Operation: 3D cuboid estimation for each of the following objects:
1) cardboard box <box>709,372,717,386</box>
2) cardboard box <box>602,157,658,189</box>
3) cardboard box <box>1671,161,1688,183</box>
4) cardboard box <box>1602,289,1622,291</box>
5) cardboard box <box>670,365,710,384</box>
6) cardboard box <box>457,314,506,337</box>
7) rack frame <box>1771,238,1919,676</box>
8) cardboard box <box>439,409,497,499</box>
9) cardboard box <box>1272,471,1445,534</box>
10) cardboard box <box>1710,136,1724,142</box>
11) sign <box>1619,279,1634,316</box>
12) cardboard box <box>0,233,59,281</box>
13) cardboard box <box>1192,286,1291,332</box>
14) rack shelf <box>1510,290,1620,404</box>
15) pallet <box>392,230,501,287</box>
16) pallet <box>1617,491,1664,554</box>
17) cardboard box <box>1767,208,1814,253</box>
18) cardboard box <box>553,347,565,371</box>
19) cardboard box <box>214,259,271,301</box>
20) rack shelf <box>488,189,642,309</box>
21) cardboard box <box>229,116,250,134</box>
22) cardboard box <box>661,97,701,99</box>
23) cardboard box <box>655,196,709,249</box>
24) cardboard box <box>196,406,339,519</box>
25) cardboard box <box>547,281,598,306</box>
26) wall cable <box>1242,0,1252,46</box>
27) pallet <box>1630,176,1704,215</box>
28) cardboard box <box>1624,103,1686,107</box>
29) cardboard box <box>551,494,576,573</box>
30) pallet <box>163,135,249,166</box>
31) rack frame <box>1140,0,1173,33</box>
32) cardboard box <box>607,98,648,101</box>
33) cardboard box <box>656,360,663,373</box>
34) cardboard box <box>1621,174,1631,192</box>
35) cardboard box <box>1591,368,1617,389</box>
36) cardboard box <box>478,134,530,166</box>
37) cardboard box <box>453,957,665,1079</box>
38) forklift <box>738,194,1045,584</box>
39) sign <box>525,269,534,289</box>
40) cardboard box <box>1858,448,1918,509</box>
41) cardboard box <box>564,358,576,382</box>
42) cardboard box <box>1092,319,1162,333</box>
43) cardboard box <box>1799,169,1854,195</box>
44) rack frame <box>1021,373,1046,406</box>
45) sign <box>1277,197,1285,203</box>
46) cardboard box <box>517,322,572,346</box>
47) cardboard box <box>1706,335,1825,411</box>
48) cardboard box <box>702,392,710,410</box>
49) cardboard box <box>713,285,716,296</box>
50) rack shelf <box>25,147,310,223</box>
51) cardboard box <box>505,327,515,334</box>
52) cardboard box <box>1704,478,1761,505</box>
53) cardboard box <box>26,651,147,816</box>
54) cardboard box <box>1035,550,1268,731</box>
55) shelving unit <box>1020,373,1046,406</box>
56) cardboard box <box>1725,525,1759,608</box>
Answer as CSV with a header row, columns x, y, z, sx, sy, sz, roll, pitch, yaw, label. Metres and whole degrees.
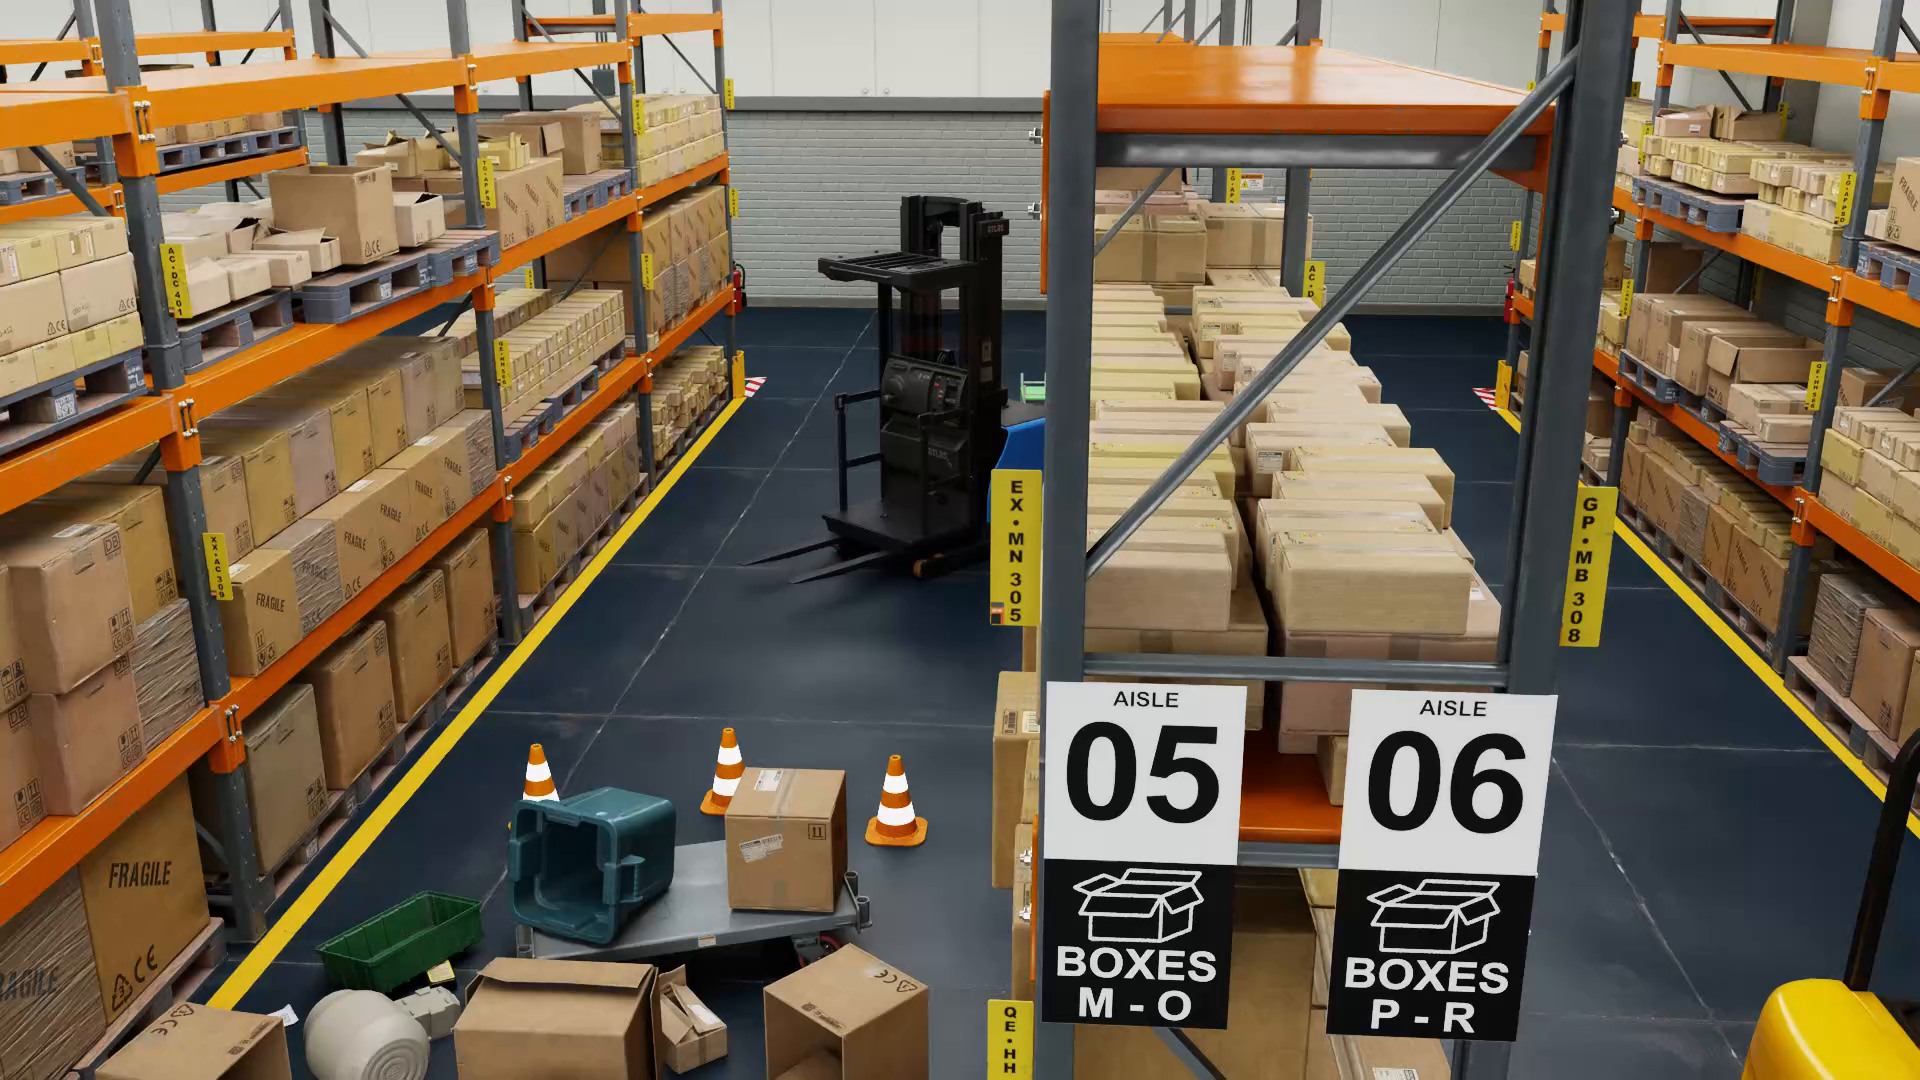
x,y,z,sx,sy,sz,roll,pitch,yaw,label
-2.923,-1.821,18.588,0.380,0.149,0.250,1,18,2,cardboard box
-3.124,-3.416,15.454,0.500,0.250,0.500,2,18,7,cardboard box
5.980,-2.967,13.412,0.380,0.149,0.250,2,18,5,cardboard box
6.376,-2.439,16.813,0.500,0.250,0.500,1,18,2,cardboard box
-2.932,-1.800,18.047,0.380,0.149,0.250,2,18,6,cardboard box
-4.000,-1.773,13.790,0.380,0.149,0.250,2,18,6,cardboard box
6.188,-0.493,11.109,1.000,3.000,0.127,1,18,4,rack frame
-3.472,-0.583,11.225,0.500,0.500,0.500,1,18,4,cardboard box
0.974,-0.063,4.105,0.380,0.149,0.250,1,18,4,cardboard box
6.570,-3.334,14.053,0.380,0.149,0.250,1,18,3,cardboard box
5.933,-2.156,14.796,0.100,0.325,0.005,1,18,4,sign
-3.740,-1.094,6.415,0.380,0.149,0.250,1,18,4,cardboard box
1.145,-0.942,6.785,0.380,0.149,0.250,2,18,5,cardboard box
6.618,-2.014,16.908,1.077,0.370,4.000,1,18,4,rack shelf
-3.701,-1.816,10.634,1.213,0.211,1.003,2,18,6,pallet
6.454,-0.156,14.561,1.003,0.211,1.213,1,18,4,pallet
6.018,-2.168,11.645,0.500,0.250,0.500,1,18,4,cardboard box
-3.382,-1.449,13.278,0.380,0.149,0.250,1,18,3,cardboard box
-3.673,-1.309,8.351,0.250,0.149,0.380,1,18,4,cardboard box
-3.564,-2.386,13.226,1.077,0.370,4.000,1,18,4,rack shelf
-8.219,-4.693,18.117,0.700,0.500,0.500,1,18,2,cardboard box
-2.998,-4.683,17.879,0.380,0.149,0.250,1,18,2,cardboard box
-2.984,-3.363,17.626,0.500,0.500,0.500,2,18,7,cardboard box
-3.893,-0.433,9.161,0.700,0.500,0.500,1,18,4,cardboard box
-3.668,-2.269,15.893,0.500,0.500,0.500,1,18,4,cardboard box
5.463,-7.637,23.218,2.988,3.039,0.133,1,18,4,wall cable
6.358,-2.870,13.850,1.213,0.211,1.003,1,18,4,pallet
6.944,-4.244,16.702,0.500,0.250,0.500,1,18,4,cardboard box
-3.370,-0.063,13.139,0.500,0.500,0.500,1,18,5,cardboard box
-8.202,-4.081,17.385,1.003,0.211,1.213,1,18,4,pallet
1.810,-5.938,18.093,1.000,3.000,0.127,1,18,4,rack frame
-3.531,-4.615,17.670,0.380,0.149,0.250,2,18,5,cardboard box
-3.491,-1.896,18.340,0.380,0.149,0.250,0,18,1,cardboard box
6.227,-3.235,15.066,0.380,0.149,0.250,1,18,4,cardboard box
6.523,-1.537,17.635,0.700,0.500,0.500,2,18,6,cardboard box
-3.388,-2.878,12.181,0.396,0.266,0.258,1,18,4,cardboard box
-1.677,2.111,6.953,0.797,0.637,0.503,1,18,4,cardboard box
-0.447,-1.254,13.544,3.031,2.935,1.130,-17,25,-42,forklift
-3.963,-2.345,15.372,0.100,0.325,0.005,1,18,4,sign
5.875,-0.371,10.176,0.500,0.250,0.500,2,18,6,cardboard box
-3.361,-1.389,13.573,0.380,0.149,0.250,1,18,2,cardboard box
0.539,-0.710,6.079,0.380,0.149,0.250,1,18,4,cardboard box
6.010,-2.454,11.401,0.380,0.149,0.250,1,18,2,cardboard box
0.679,-0.955,15.410,0.240,1.200,0.015,0,18,0,rack frame
4.784,-4.755,24.269,0.329,0.494,0.001,1,18,4,sign
-3.367,-1.669,13.473,0.380,0.149,0.250,1,18,3,cardboard box
6.121,-1.252,12.588,0.797,0.503,0.637,1,18,3,cardboard box
-2.947,-1.523,18.157,0.380,0.149,0.250,0,18,1,cardboard box
-2.934,-2.785,18.507,0.380,0.149,0.250,1,18,3,cardboard box
-8.218,-3.771,17.451,1.077,0.370,4.000,1,18,4,rack shelf
-3.978,-1.708,14.069,0.380,0.149,0.250,2,18,6,cardboard box
6.094,-0.383,13.073,0.380,0.149,0.250,0,18,1,cardboard box
-4.026,0.776,6.997,0.875,0.550,0.550,1,18,4,cardboard box
0.431,0.222,3.875,0.500,0.250,0.500,1,18,3,cardboard box
0.680,-0.879,15.178,0.258,1.200,0.503,0,18,0,shelving unit
6.050,0.204,12.322,0.500,0.500,0.500,1,18,3,cardboard box
